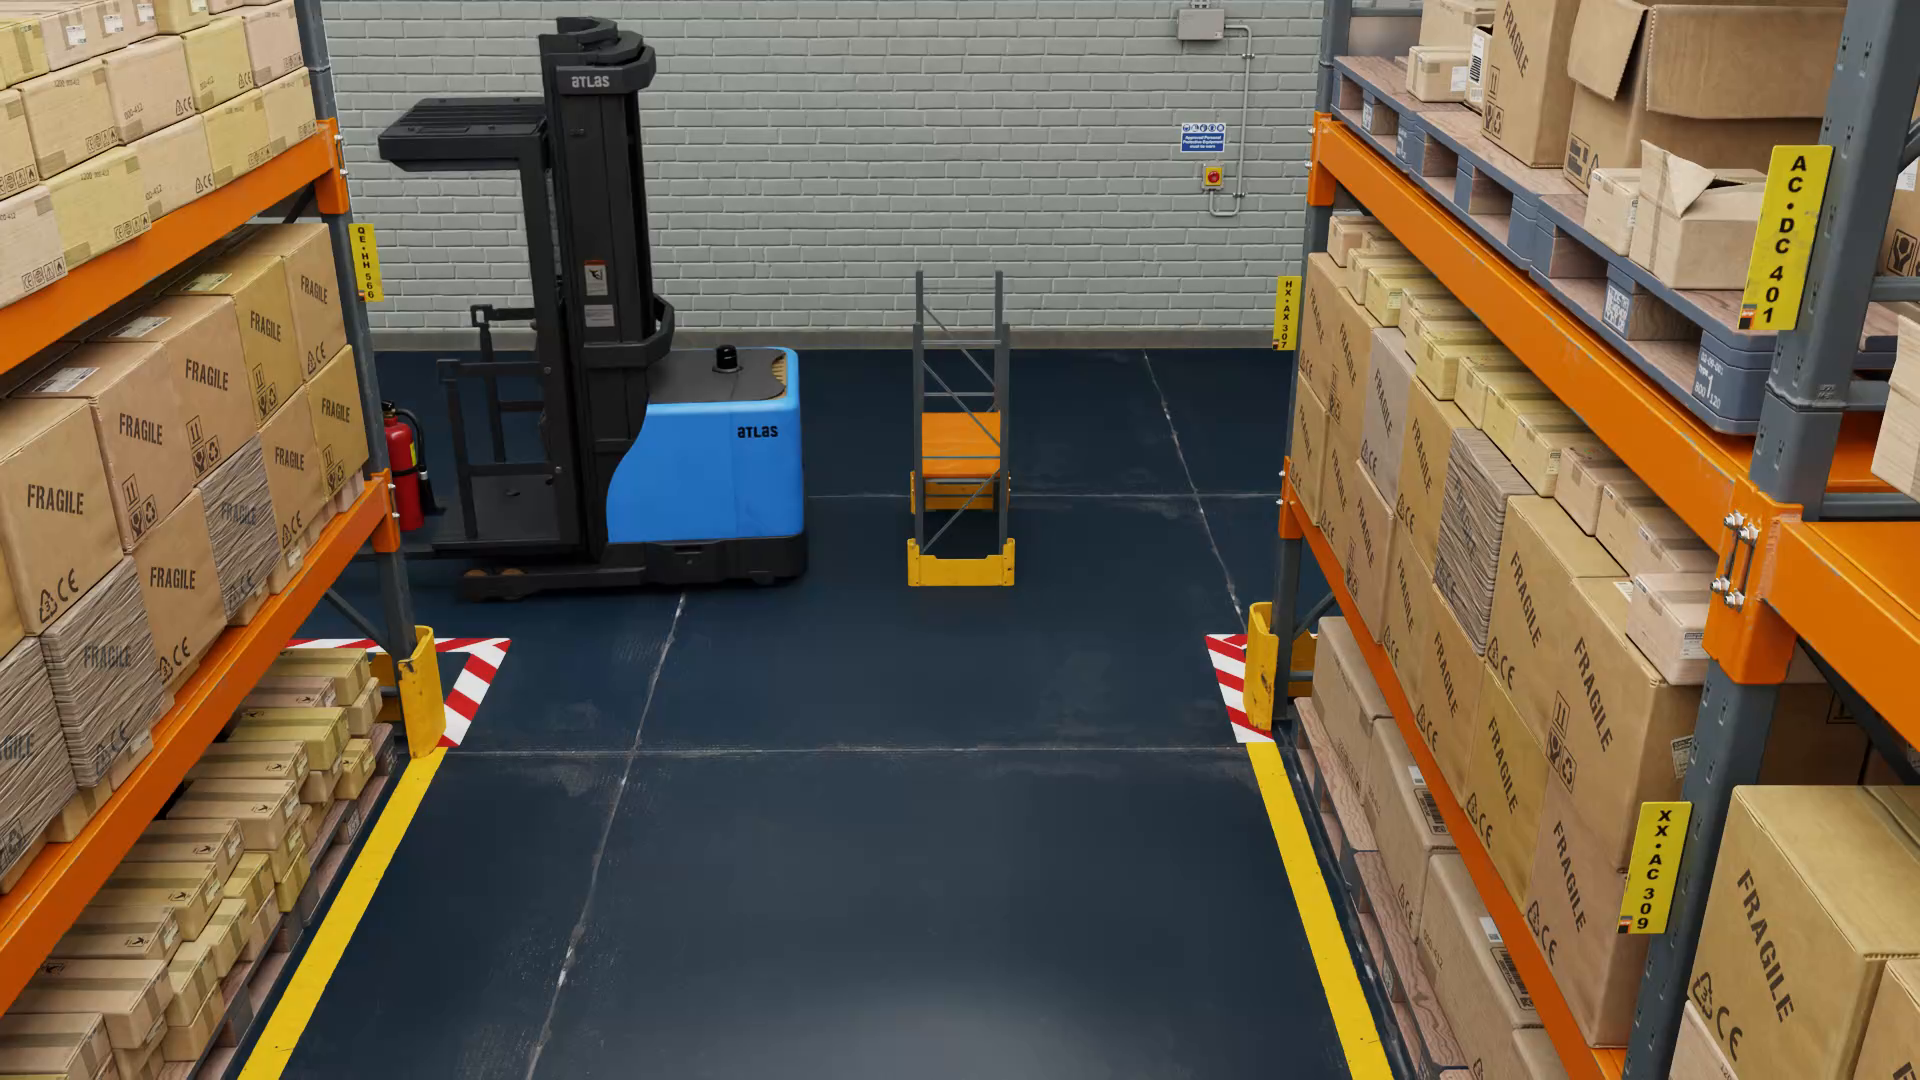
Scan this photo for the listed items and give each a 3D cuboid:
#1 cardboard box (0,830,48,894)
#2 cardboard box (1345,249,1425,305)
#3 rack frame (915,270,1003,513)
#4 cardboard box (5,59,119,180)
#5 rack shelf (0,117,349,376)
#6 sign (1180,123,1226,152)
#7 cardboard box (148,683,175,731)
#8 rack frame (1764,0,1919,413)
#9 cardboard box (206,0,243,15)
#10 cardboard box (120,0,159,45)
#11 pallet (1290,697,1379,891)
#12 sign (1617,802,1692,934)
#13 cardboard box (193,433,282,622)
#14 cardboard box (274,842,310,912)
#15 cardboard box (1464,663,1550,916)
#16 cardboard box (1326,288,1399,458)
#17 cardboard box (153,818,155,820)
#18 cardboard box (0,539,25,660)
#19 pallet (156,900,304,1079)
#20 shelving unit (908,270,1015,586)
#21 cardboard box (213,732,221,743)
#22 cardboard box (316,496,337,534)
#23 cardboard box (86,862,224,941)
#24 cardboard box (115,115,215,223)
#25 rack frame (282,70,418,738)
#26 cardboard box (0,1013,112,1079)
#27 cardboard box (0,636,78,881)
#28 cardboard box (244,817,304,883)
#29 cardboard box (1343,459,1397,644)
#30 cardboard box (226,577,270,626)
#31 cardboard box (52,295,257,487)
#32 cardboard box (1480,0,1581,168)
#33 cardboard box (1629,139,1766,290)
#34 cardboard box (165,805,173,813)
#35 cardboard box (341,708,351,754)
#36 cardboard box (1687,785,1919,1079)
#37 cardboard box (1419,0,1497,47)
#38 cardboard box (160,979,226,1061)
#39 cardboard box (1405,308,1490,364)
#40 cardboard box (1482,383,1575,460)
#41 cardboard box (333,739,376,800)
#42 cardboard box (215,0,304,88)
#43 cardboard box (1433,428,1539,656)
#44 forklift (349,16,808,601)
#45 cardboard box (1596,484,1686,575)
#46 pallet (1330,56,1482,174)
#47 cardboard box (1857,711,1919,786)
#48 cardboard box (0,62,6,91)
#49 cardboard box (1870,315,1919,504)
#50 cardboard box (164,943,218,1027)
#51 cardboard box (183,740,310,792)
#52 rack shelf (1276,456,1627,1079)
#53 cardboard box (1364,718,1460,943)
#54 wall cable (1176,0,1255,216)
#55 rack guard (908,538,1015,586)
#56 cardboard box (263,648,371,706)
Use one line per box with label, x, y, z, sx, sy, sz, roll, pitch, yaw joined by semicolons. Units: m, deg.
cardboard box;-2.759;0.843;4.551;0.380;0.149;0.250;-1;24;-3
cardboard box;1.641;-0.972;6.137;0.380;0.149;0.250;0;24;1
rack frame;-0.005;-0.858;9.826;0.500;1.500;0.032;0;24;-1
cardboard box;-2.734;-1.182;4.658;0.500;0.250;0.500;-1;24;-3
rack shelf;-2.975;-0.689;4.866;1.077;0.370;4.000;0;24;-1
sign;1.818;-3.009;12.436;0.327;0.218;0.001;0;24;-1
cardboard box;-2.742;0.518;5.270;0.380;0.149;0.250;1;24;1
rack frame;1.995;-1.623;2.418;1.000;3.000;0.127;0;24;-1
cardboard box;-2.773;-1.944;5.860;0.380;0.149;0.250;0;24;0
cardboard box;-2.738;-1.625;5.155;0.380;0.149;0.250;-1;24;-2
pallet;2.038;1.062;7.146;1.003;0.211;1.213;0;24;-1
sign;1.440;0.683;3.453;0.100;0.325;0.005;0;24;-1
cardboard box;-2.719;-0.050;5.738;0.500;0.500;0.500;0;24;0
cardboard box;-2.681;1.271;6.250;0.380;0.149;0.250;-1;24;-3
cardboard box;1.723;0.663;4.523;0.500;0.500;0.500;-1;24;-2
cardboard box;1.685;-0.627;6.162;0.500;0.500;0.500;-1;24;-2
cardboard box;-3.218;1.144;6.170;0.380;0.149;0.250;-1;24;-3
cardboard box;-2.736;0.137;4.111;0.500;0.500;0.500;-1;24;-2
pallet;-3.012;1.664;5.814;1.003;0.211;1.213;0;24;-1
shelving unit;0.001;-0.652;9.371;0.587;1.500;1.083;0;24;-1
cardboard box;-3.302;0.828;6.867;0.380;0.149;0.250;0;24;-1
cardboard box;-2.746;-0.124;6.688;0.380;0.149;0.250;0;24;-1
cardboard box;-2.742;1.224;5.632;0.380;0.149;0.250;0;24;0
cardboard box;-2.723;-1.171;5.242;0.500;0.250;0.500;1;24;2
rack frame;-2.997;-0.474;7.158;1.000;3.000;0.127;0;24;-1
cardboard box;-2.771;1.543;4.927;0.380;0.149;0.250;-1;24;-2
cardboard box;-2.719;0.584;4.336;0.500;0.500;0.500;0;24;-1
cardboard box;-2.680;1.142;6.174;0.380;0.149;0.250;0;24;0
cardboard box;1.691;0.034;5.914;0.500;0.500;0.500;0;24;-1
cardboard box;-2.728;0.193;5.987;0.380;0.149;0.250;-1;24;-3
cardboard box;-2.723;-0.500;5.520;0.500;0.500;0.500;1;24;2
cardboard box;1.824;-1.356;4.715;0.500;0.500;0.500;0;24;0
cardboard box;1.668;-0.694;3.536;0.396;0.266;0.258;1;24;1
cardboard box;-3.217;1.061;6.714;0.380;0.149;0.250;0;24;0
cardboard box;-2.757;0.822;6.881;0.380;0.149;0.250;-1;24;-2
cardboard box;1.712;0.792;3.024;0.500;0.500;0.500;0;24;0
cardboard box;2.046;-1.888;6.196;0.500;0.250;0.500;-2;24;-5
cardboard box;-2.691;1.596;5.531;0.380;0.149;0.250;-1;24;-2
cardboard box;1.678;-0.652;5.430;0.380;0.149;0.250;0;24;0
cardboard box;1.723;-0.339;4.737;0.380;0.149;0.250;-1;24;-2
cardboard box;-2.679;0.955;6.948;0.380;0.149;0.250;0;24;1
cardboard box;-2.738;-1.811;6.050;0.500;0.250;0.500;-1;24;-2
cardboard box;1.702;-0.003;4.781;0.500;0.500;0.500;0;24;0
forklift;-2.392;-1.231;8.914;3.031;2.935;1.130;-2;24;-5
cardboard box;1.786;-0.024;4.040;0.380;0.149;0.250;0;24;0
pallet;1.970;-1.558;6.023;1.003;0.211;1.213;0;24;-1
cardboard box;2.232;0.412;3.864;0.500;0.500;0.500;0;24;0
cardboard box;-2.681;-1.196;4.207;0.380;0.149;0.250;1;24;2
cardboard box;1.651;-0.179;2.518;0.396;0.266;0.258;0;24;-1
cardboard box;-2.688;1.463;5.465;0.380;0.149;0.250;0;24;-1
cardboard box;-2.723;0.897;6.356;0.380;0.149;0.250;-1;24;-3
rack shelf;1.973;0.614;5.625;1.077;0.370;4.000;0;24;-1
cardboard box;2.077;1.087;6.306;0.875;0.438;0.875;0;24;1
wall cable;1.867;-3.338;12.220;0.585;1.953;0.123;0;24;-1
rack guard;0.006;0.123;9.175;0.587;0.250;0.087;0;24;-1
cardboard box;-2.738;0.580;7.056;0.380;0.149;0.250;0;24;0
